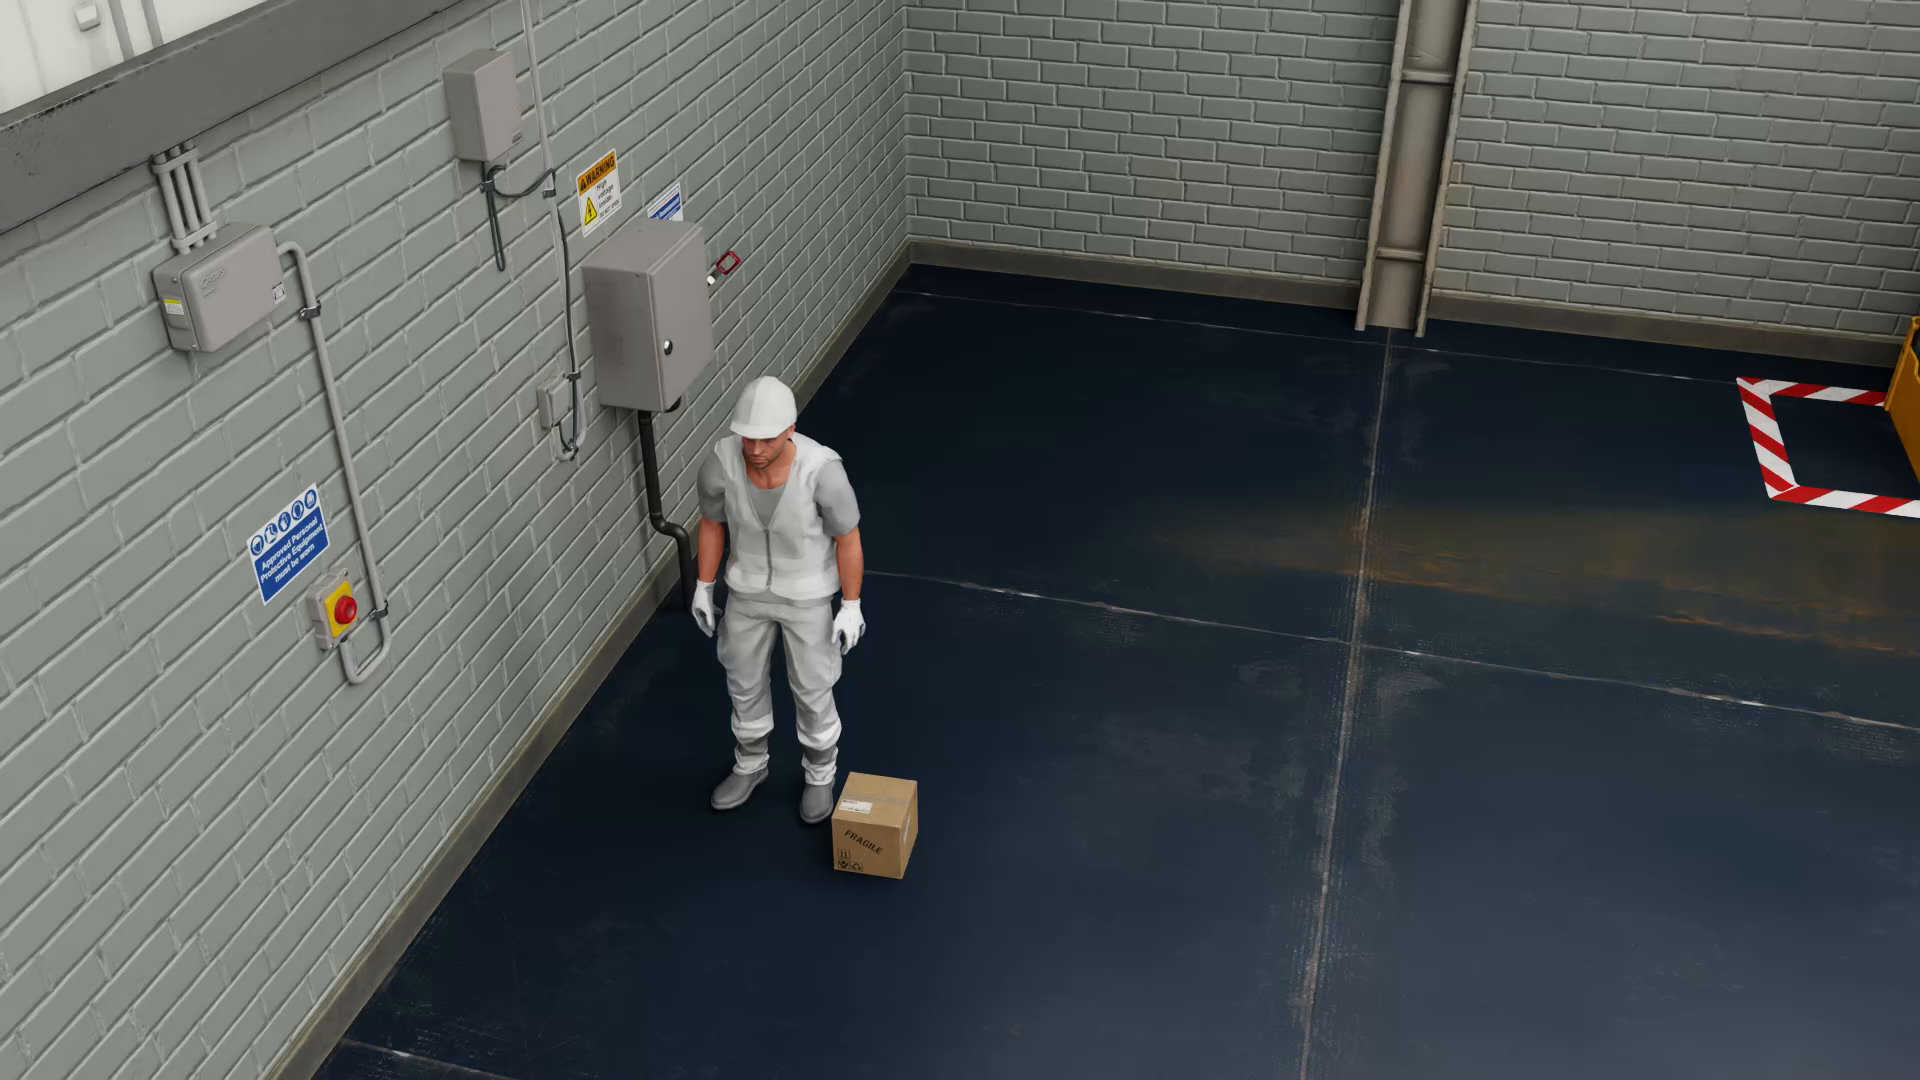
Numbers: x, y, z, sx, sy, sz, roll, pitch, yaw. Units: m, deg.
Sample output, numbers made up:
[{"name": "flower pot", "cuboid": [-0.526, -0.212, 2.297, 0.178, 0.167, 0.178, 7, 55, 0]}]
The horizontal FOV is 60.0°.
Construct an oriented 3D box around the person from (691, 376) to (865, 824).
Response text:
[{"name": "person", "cuboid": [-0.631, 0.213, 5.790, 0.623, 1.780, 0.449, 7, 33, 11]}]
